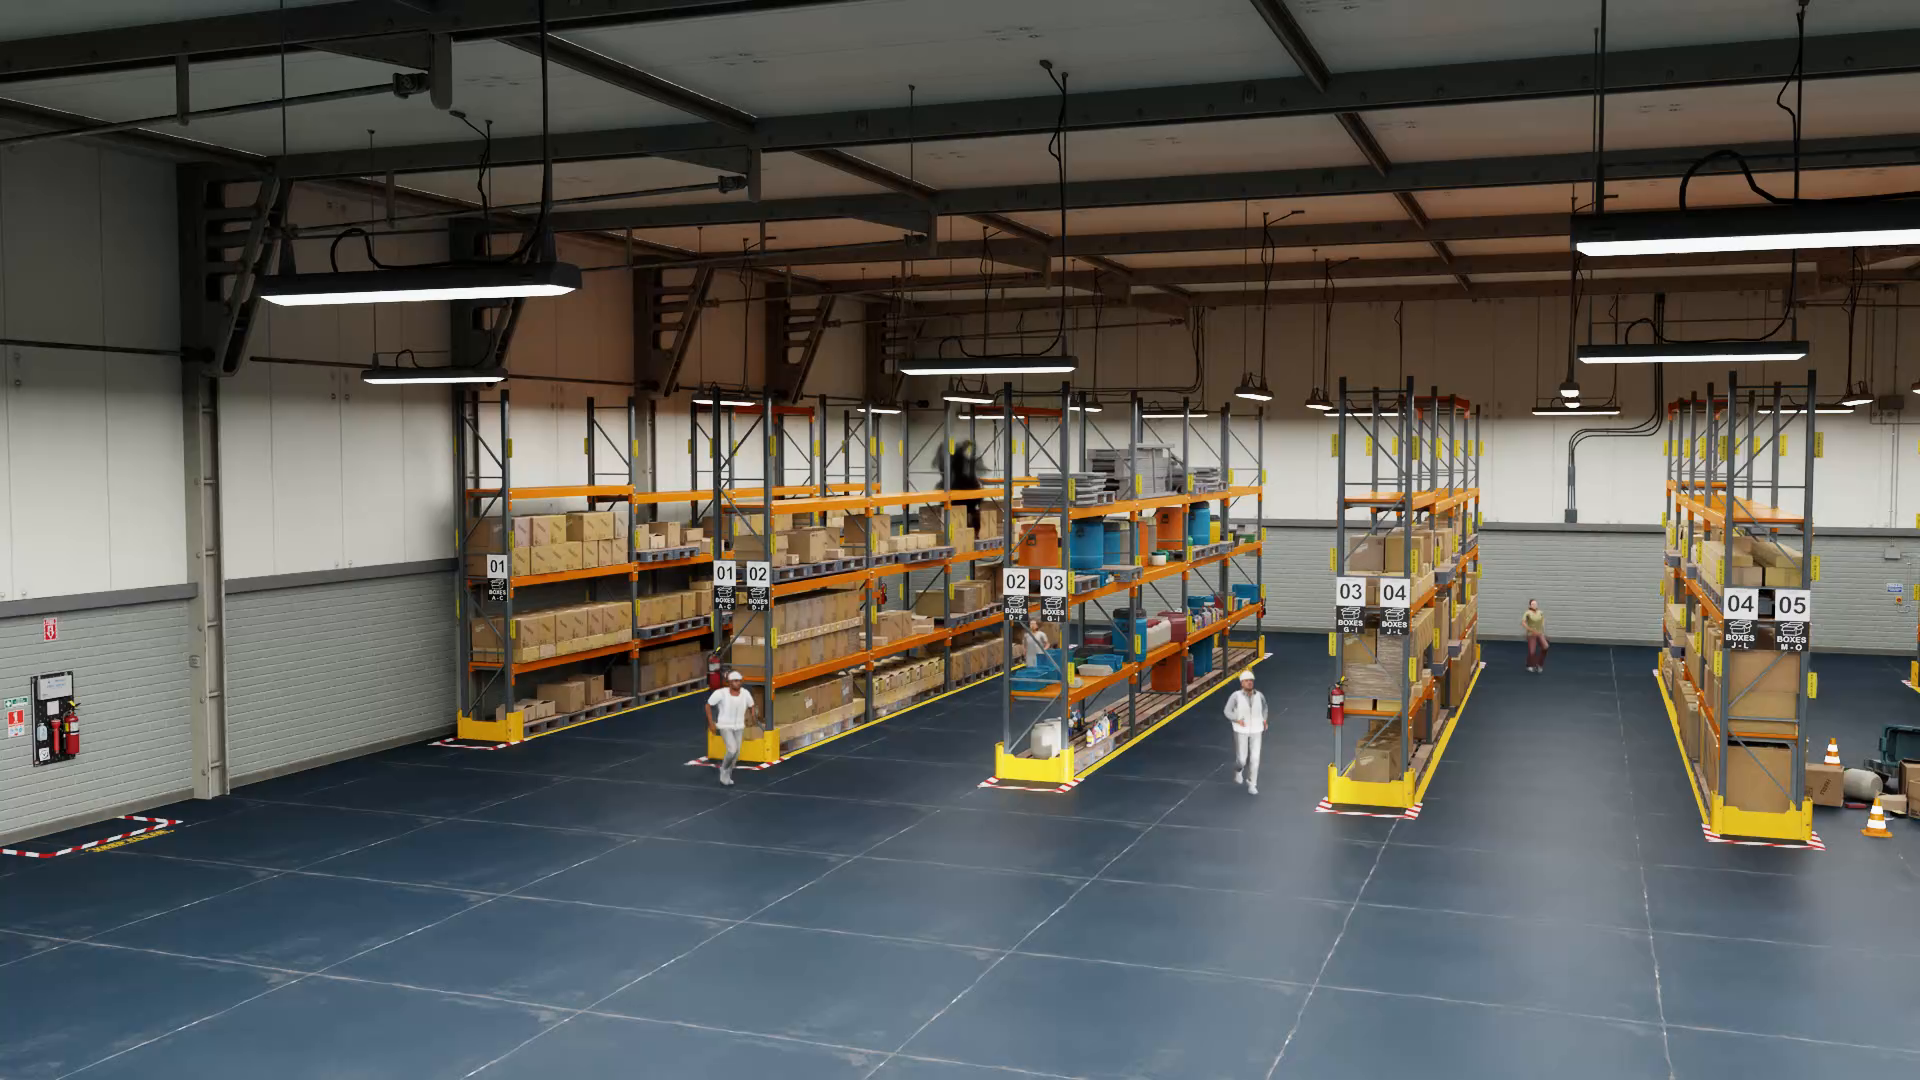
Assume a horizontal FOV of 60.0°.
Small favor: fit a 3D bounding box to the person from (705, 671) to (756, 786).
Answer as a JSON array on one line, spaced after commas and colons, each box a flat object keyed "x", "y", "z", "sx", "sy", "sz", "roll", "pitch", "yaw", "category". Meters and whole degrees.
[{"x": -3.356, "y": 2.789, "z": 24.682, "sx": 0.723, "sy": 1.711, "sz": 0.683, "roll": -2, "pitch": 4, "yaw": -37, "category": "person"}]

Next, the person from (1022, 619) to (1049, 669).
[{"x": 1.462, "y": 2.369, "z": 32.889, "sx": 0.539, "sy": 1.626, "sz": 0.531, "roll": 1, "pitch": 3, "yaw": 18, "category": "person"}]

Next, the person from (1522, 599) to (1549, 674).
[{"x": 12.810, "y": 2.138, "z": 37.049, "sx": 0.593, "sy": 1.651, "sz": 0.646, "roll": 0, "pitch": 3, "yaw": -7, "category": "person"}]

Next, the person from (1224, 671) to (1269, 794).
[{"x": 4.197, "y": 2.787, "z": 24.297, "sx": 0.684, "sy": 1.754, "sz": 0.733, "roll": 0, "pitch": 3, "yaw": -4, "category": "person"}]
